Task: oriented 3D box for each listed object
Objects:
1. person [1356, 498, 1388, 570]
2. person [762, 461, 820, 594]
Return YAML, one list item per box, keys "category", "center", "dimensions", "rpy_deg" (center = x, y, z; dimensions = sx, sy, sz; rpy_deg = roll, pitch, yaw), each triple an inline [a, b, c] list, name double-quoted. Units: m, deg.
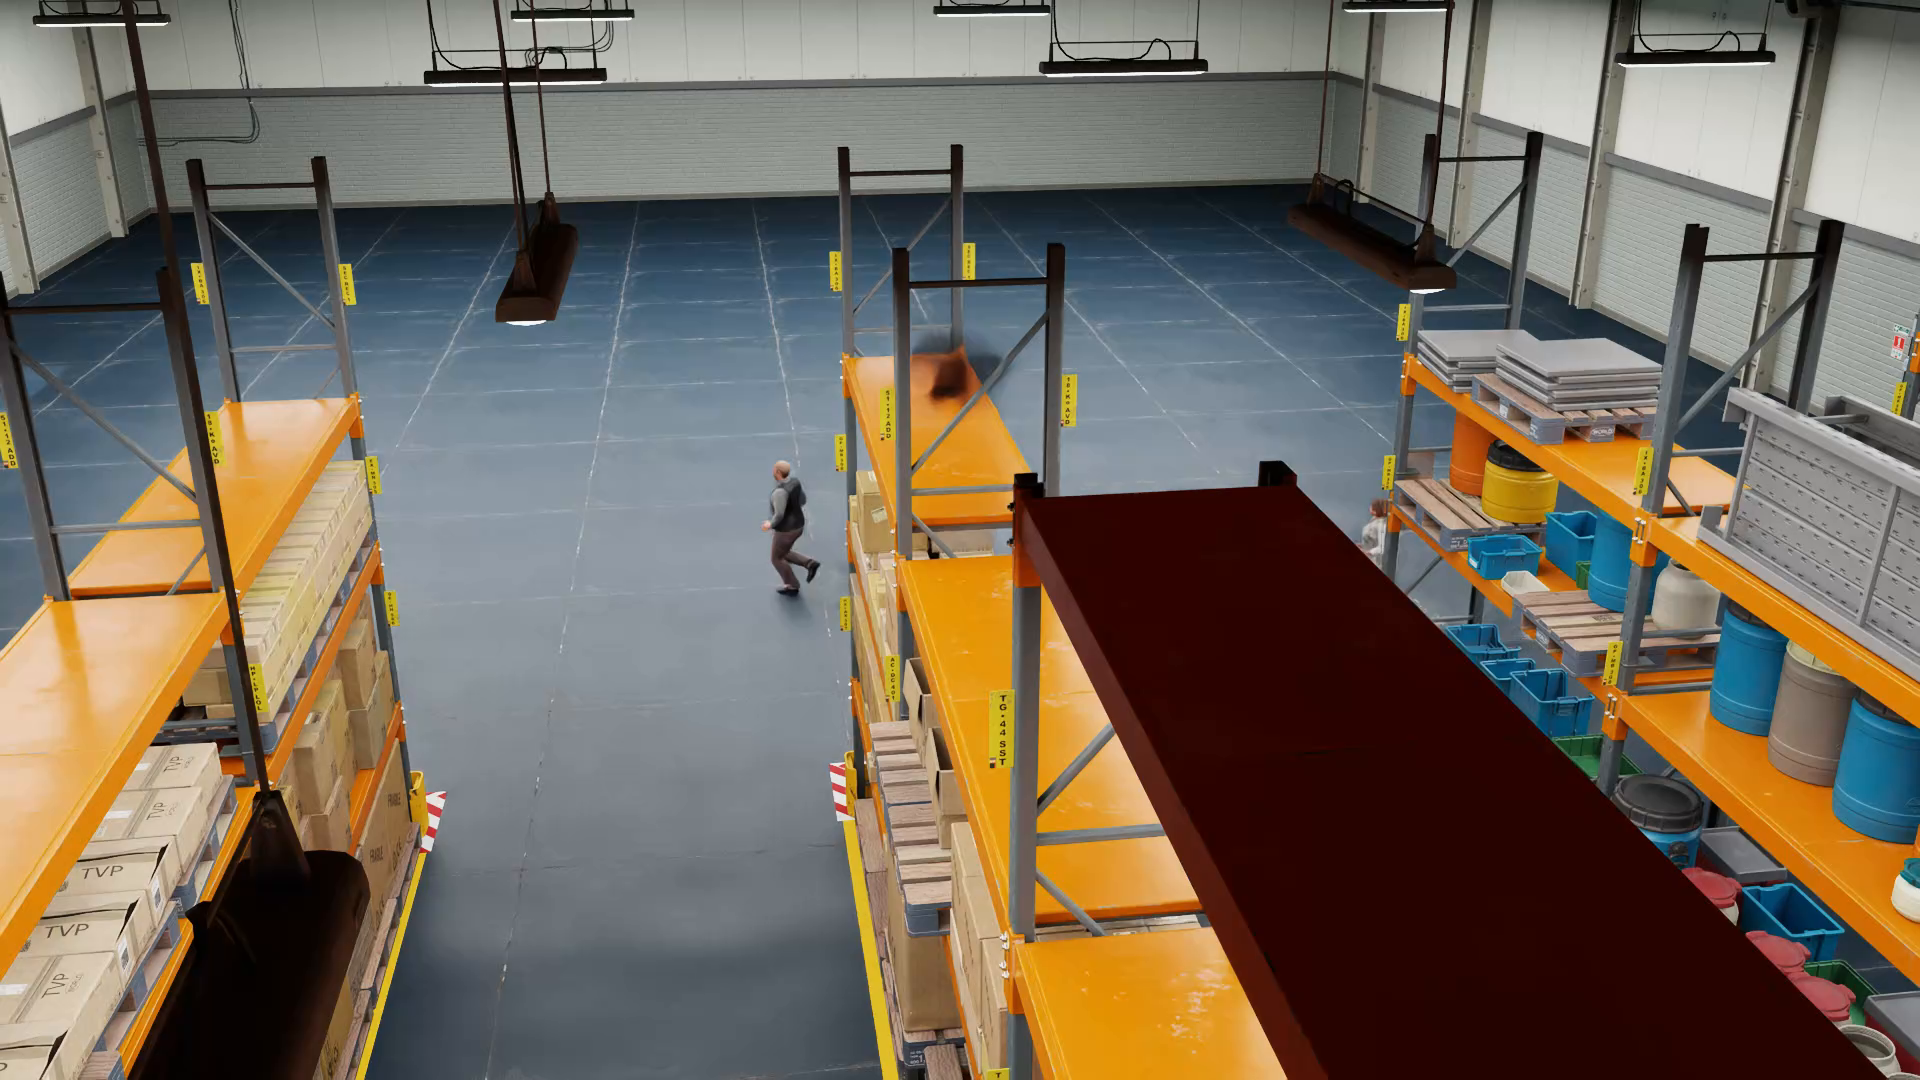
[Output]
- category: "person"
  center: [4.740, 0.253, 18.915]
  dimensions: [0.594, 1.537, 0.537]
  rpy_deg: [4, 22, 11]
- category: "person"
  center: [-2.012, -0.139, 19.752]
  dimensions: [0.616, 1.672, 0.648]
  rpy_deg: [8, 23, 20]
